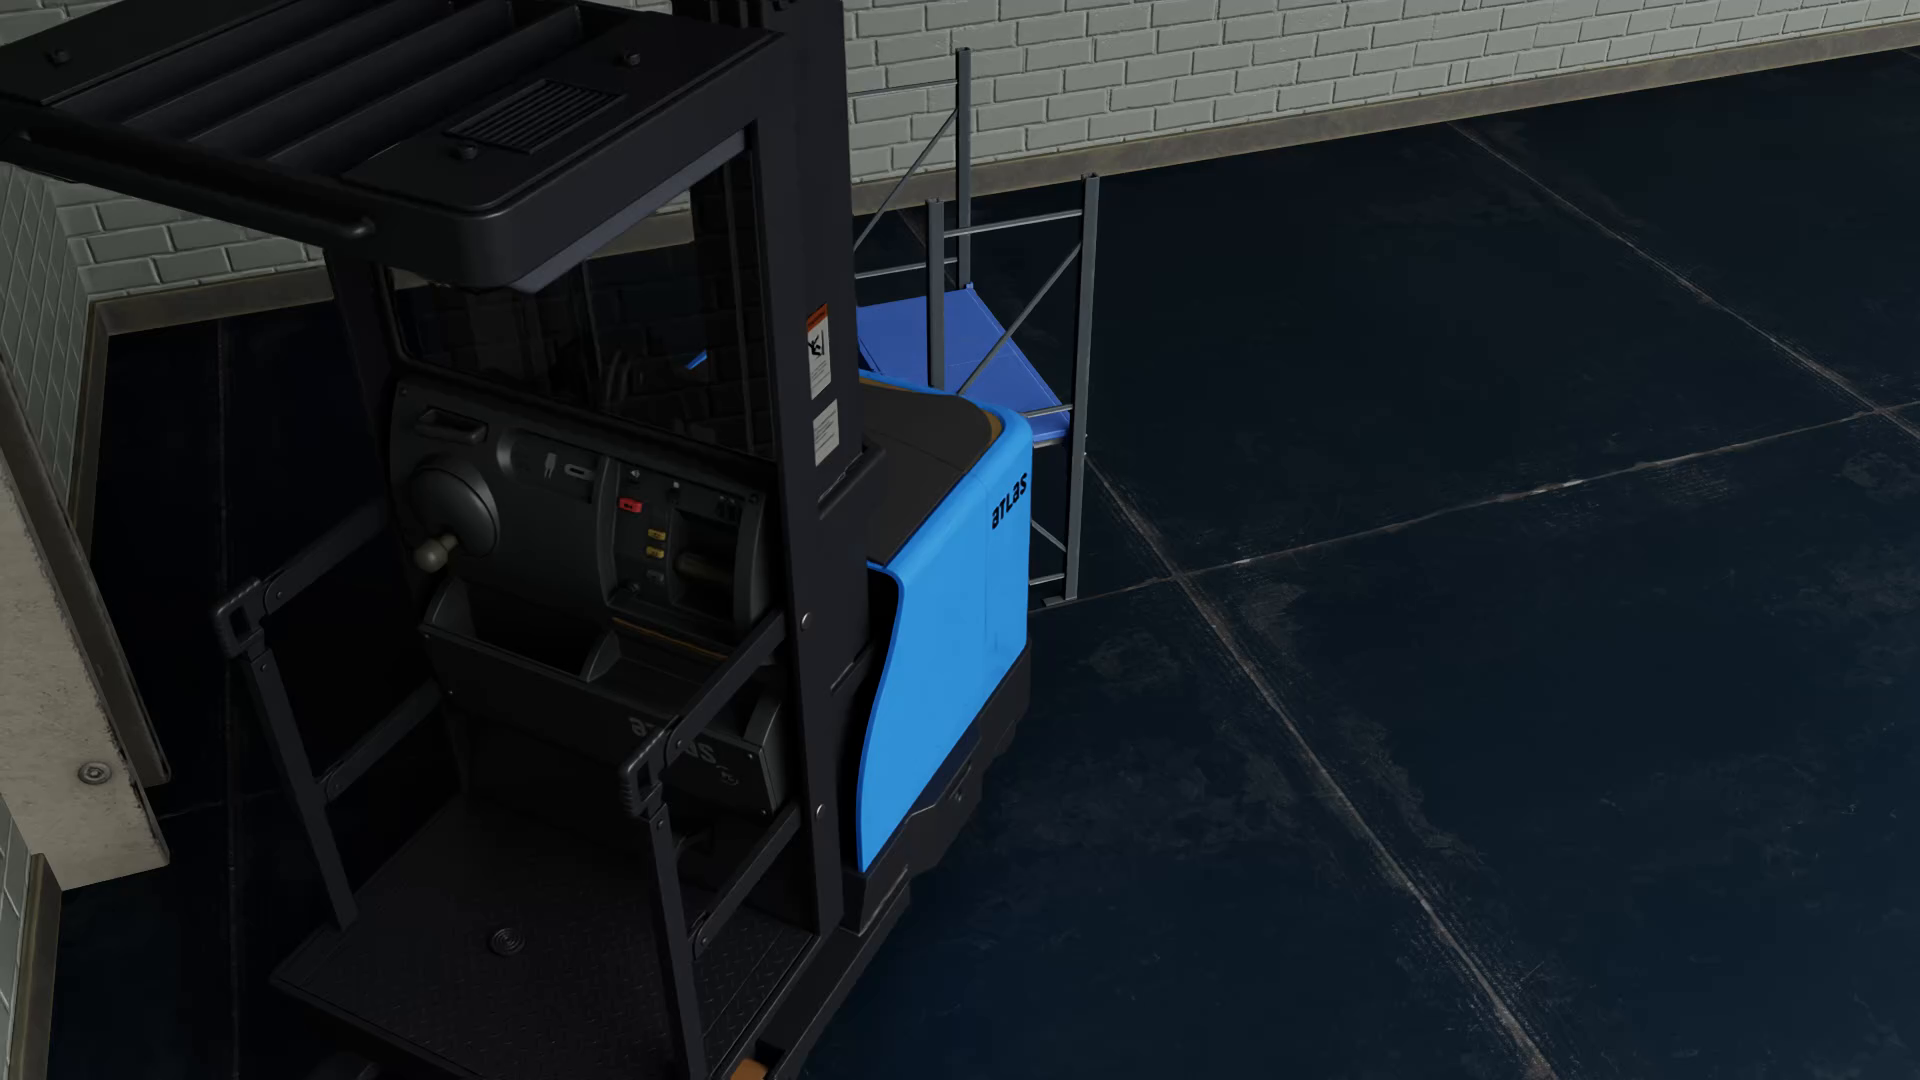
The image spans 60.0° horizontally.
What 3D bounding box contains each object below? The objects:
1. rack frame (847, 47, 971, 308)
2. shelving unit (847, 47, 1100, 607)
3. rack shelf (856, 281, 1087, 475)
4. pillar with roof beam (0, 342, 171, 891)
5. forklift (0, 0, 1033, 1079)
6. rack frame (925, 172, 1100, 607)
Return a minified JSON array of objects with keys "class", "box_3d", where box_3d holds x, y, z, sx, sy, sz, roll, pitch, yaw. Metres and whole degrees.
[{"class":"rack frame","box_3d":[-0.204,-0.934,5.744,0.500,1.500,0.032,-12,39,-16]},{"class":"shelving unit","box_3d":[-0.029,-0.647,5.363,0.538,1.500,1.048,-12,39,-16]},{"class":"rack shelf","box_3d":[-0.029,-0.504,5.471,0.538,0.185,1.000,-12,39,-16]},{"class":"pillar with roof beam","box_3d":[1.657,-3.674,3.148,9.100,9.000,0.400,-12,39,-16]},{"class":"forklift","box_3d":[-0.900,0.013,3.296,1.130,2.935,3.031,17,40,21]},{"class":"rack frame","box_3d":[0.146,-0.360,4.981,0.500,1.500,0.032,-12,39,-16]}]
